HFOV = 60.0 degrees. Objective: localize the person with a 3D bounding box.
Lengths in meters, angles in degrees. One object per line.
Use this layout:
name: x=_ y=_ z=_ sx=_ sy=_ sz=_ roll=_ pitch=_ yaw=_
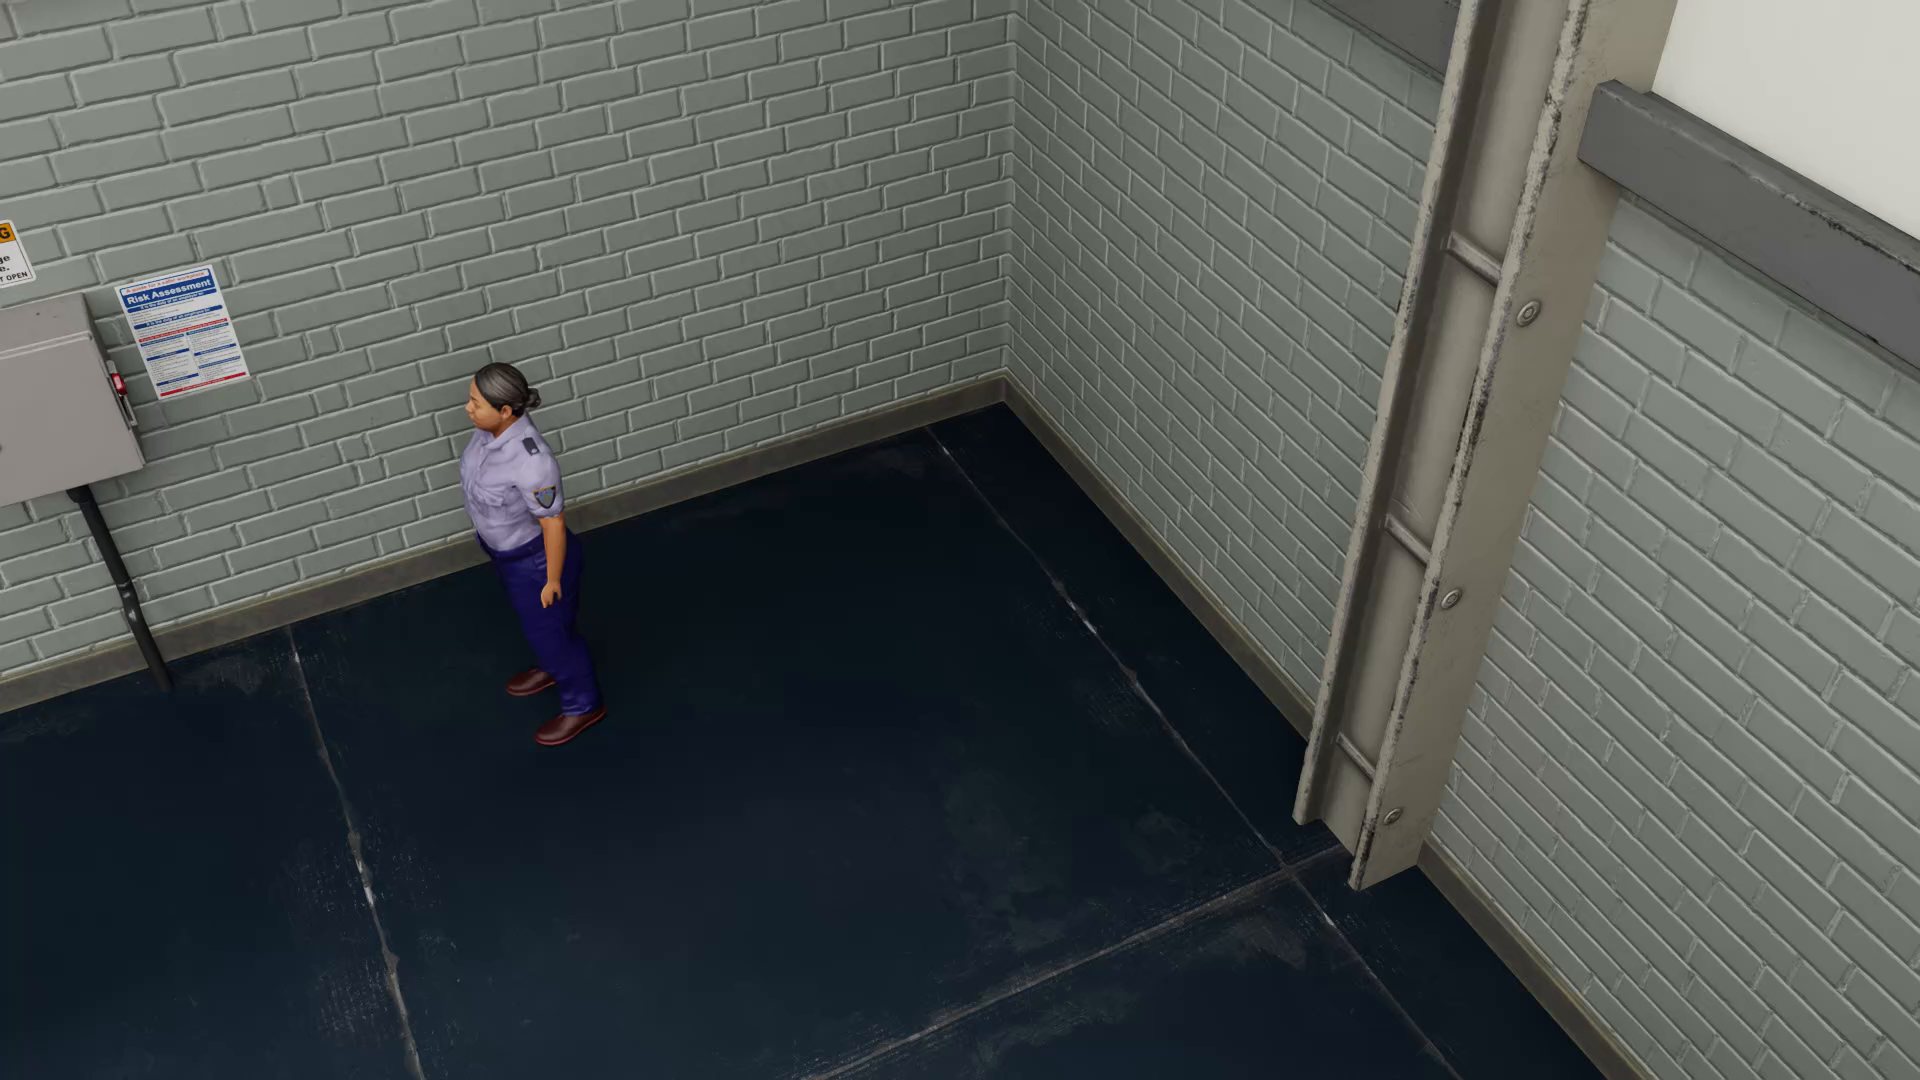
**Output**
person: x=-1.588 y=0.045 z=6.121 sx=0.344 sy=1.656 sz=0.471 roll=-22 pitch=46 yaw=-23
